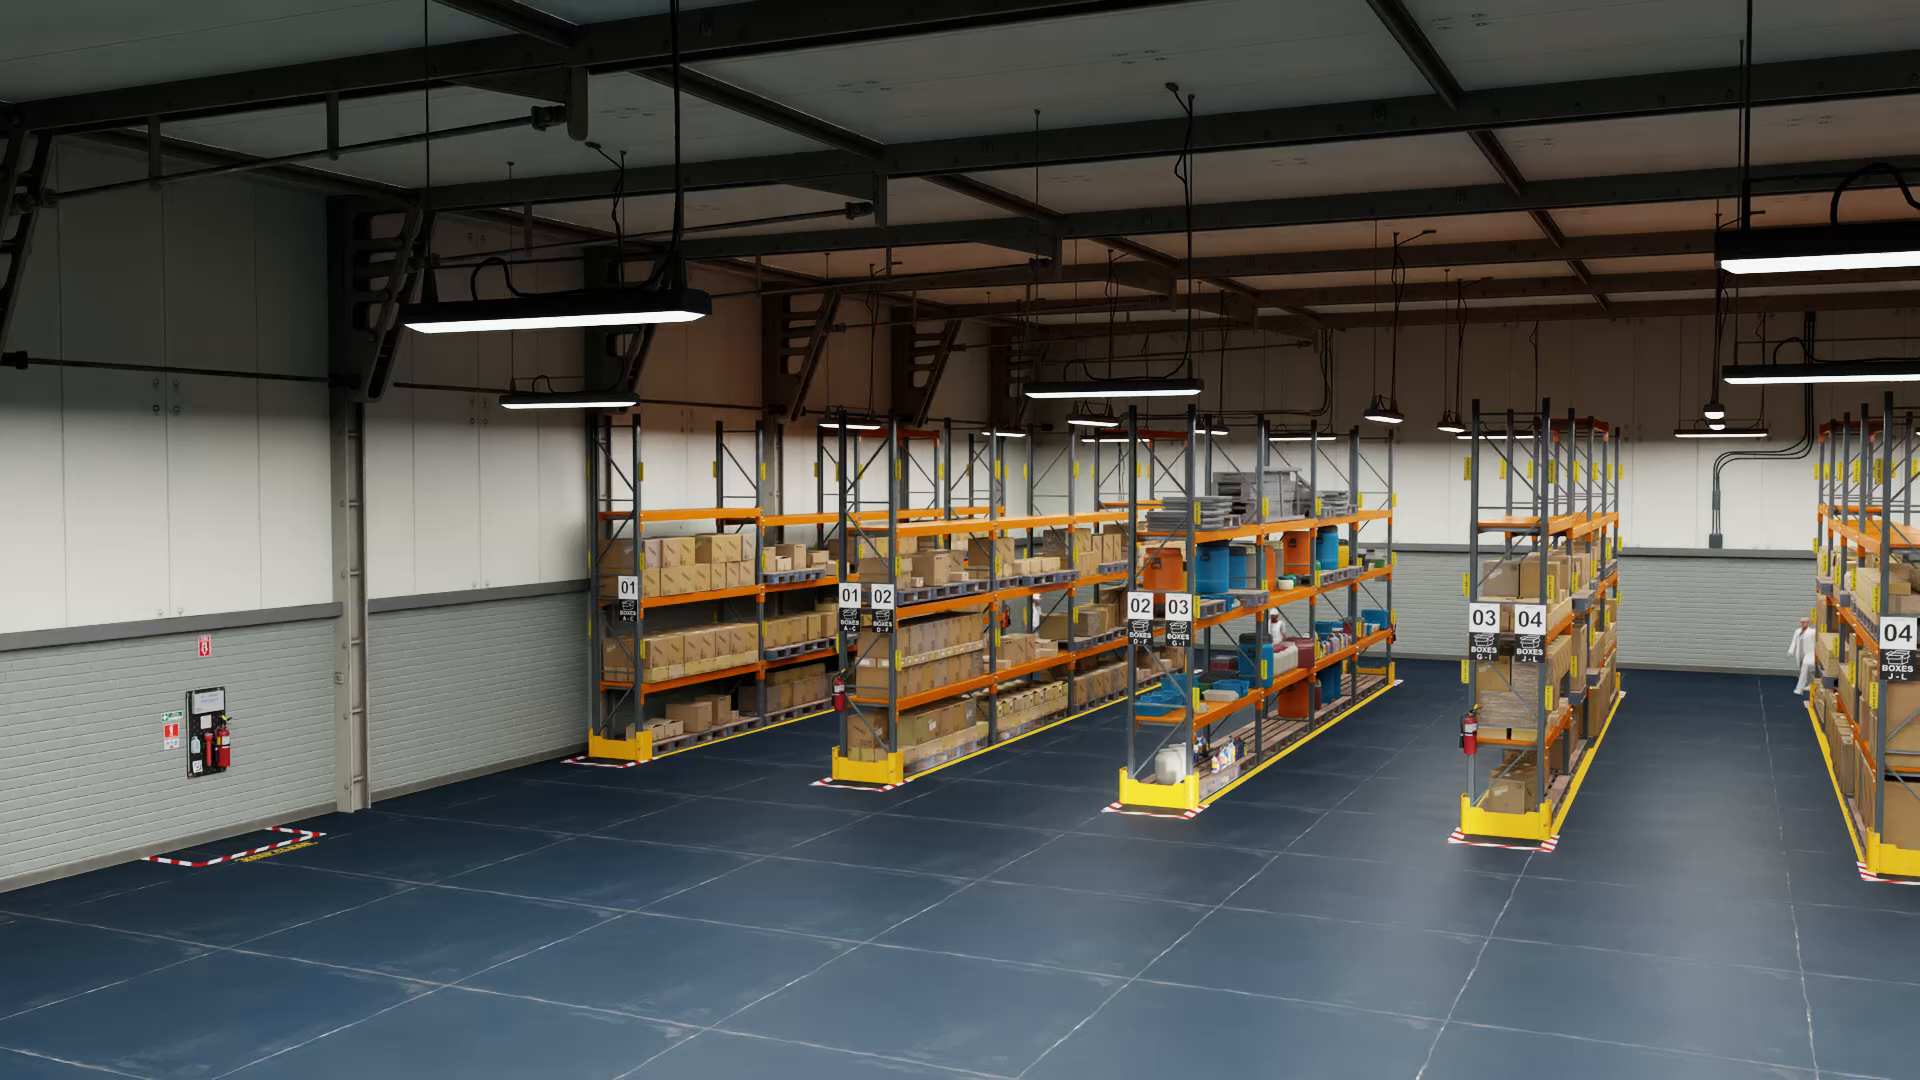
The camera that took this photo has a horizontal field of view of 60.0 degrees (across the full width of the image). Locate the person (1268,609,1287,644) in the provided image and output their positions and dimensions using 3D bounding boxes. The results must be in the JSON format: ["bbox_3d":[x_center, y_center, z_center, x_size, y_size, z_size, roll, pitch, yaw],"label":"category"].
[{"bbox_3d":[7.370,2.527,39.018,0.605,1.837,0.522,2,3,35],"label":"person"}]

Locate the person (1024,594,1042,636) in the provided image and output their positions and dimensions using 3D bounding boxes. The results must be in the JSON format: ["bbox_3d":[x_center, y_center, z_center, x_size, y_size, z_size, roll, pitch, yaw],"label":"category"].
[{"bbox_3d":[1.995,2.311,44.176,0.624,1.790,0.575,2,3,39],"label":"person"}]

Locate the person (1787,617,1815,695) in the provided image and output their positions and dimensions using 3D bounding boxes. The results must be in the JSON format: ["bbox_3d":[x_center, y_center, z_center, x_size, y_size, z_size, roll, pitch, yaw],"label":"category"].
[{"bbox_3d":[18.961,2.586,37.311,1.207,1.716,0.650,-2,3,-34],"label":"person"}]
